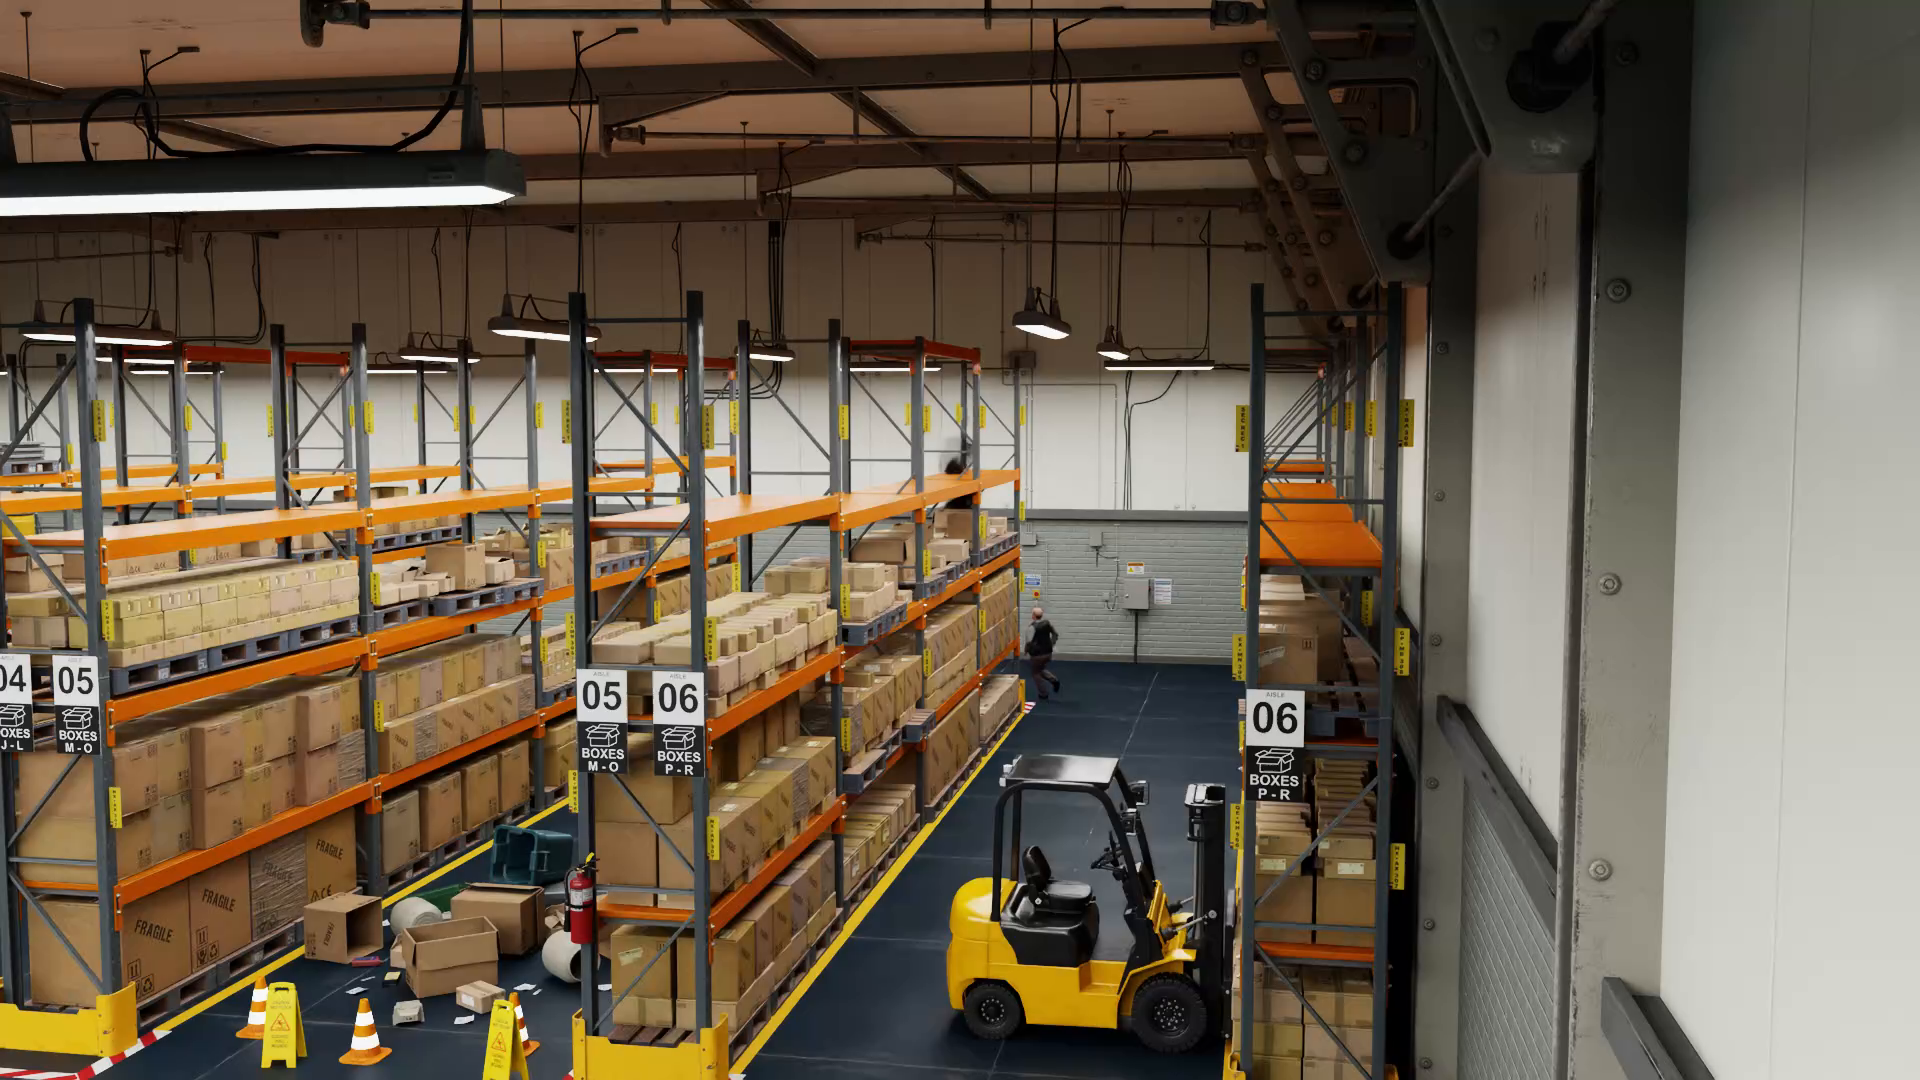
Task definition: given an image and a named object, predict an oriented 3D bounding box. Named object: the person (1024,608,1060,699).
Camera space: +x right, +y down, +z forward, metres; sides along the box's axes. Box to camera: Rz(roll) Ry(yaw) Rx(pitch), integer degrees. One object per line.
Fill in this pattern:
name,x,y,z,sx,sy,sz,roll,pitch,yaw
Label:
person,1.386,1.998,29.168,0.689,1.649,0.551,-4,6,-38
